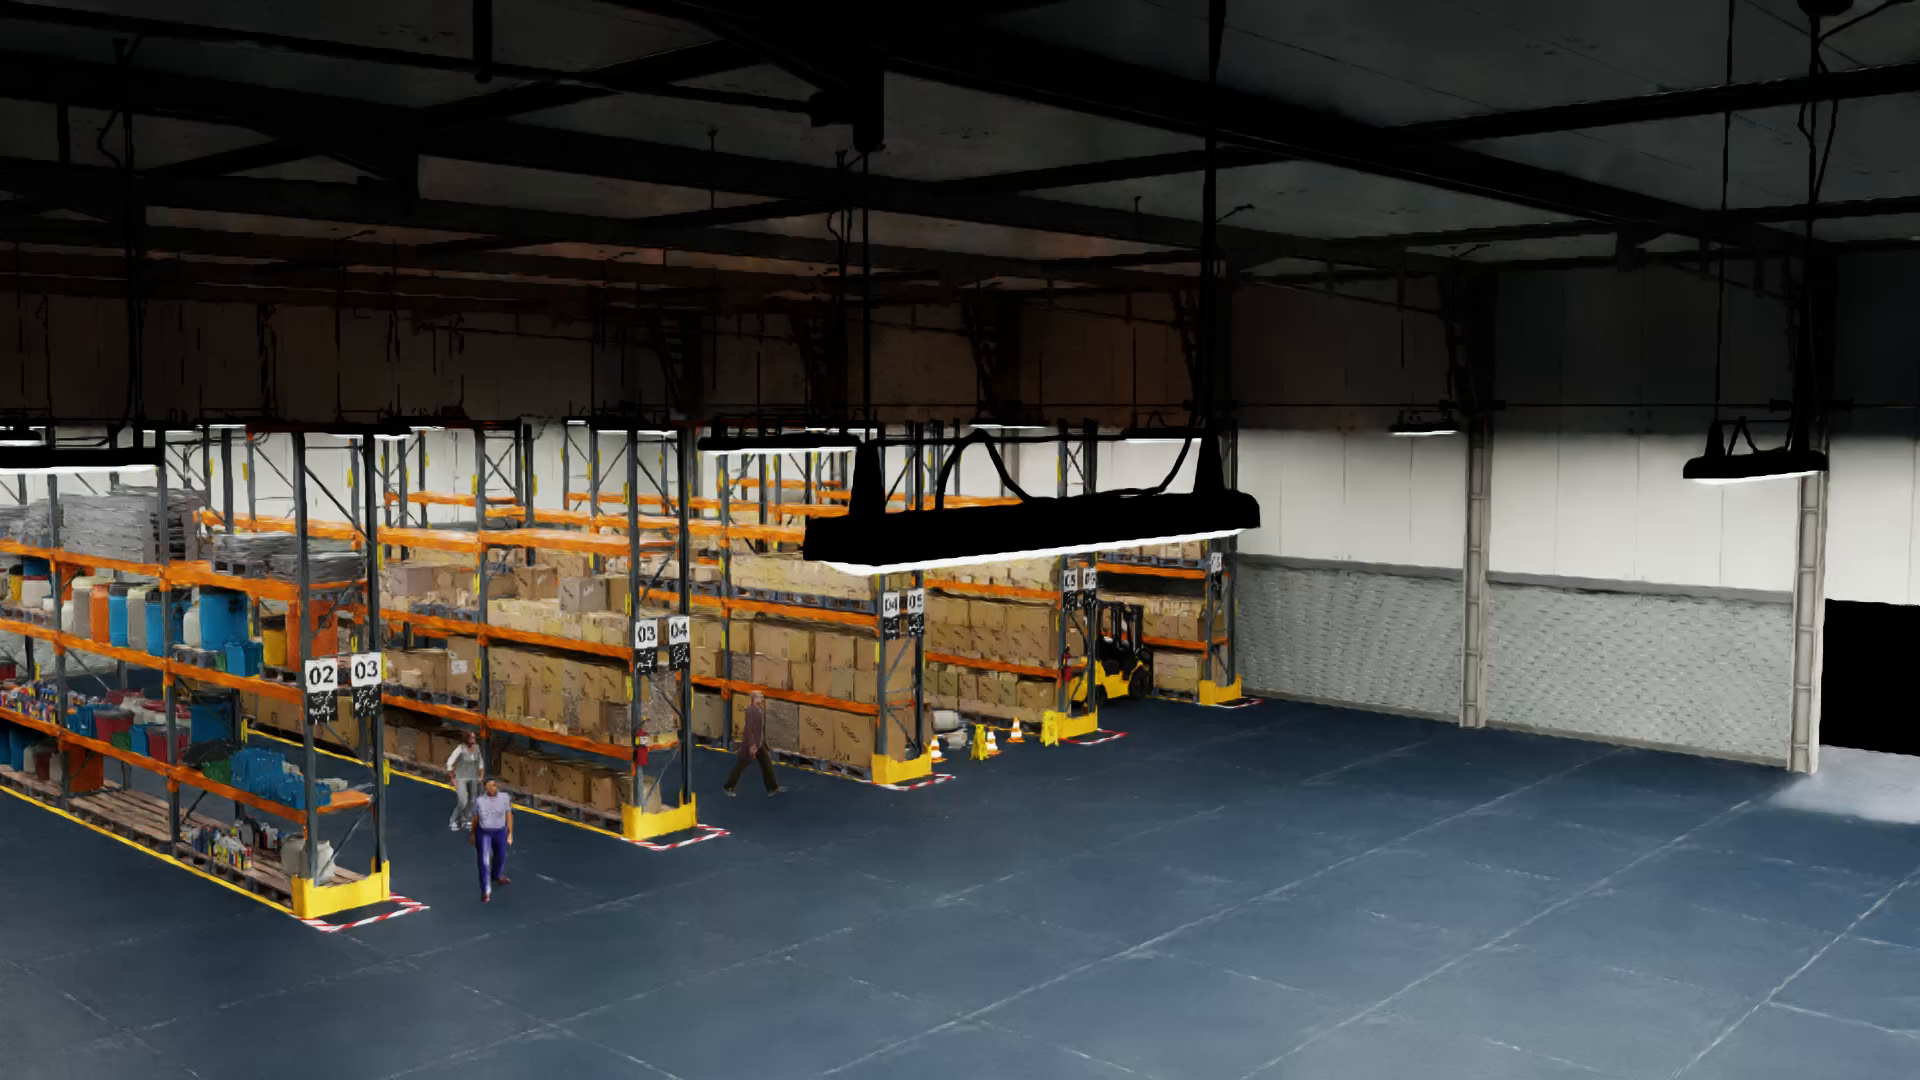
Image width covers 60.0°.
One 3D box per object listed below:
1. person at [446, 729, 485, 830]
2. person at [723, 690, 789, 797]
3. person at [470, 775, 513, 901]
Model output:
[{"bbox_3d":[-7.345,3.552,24.674,0.516,1.540,0.566,4,6,40],"label":"person"},{"bbox_3d":[-3.319,3.372,26.730,1.010,1.552,0.626,1,5,17],"label":"person"},{"bbox_3d":[-6.041,3.781,21.478,0.534,1.582,0.939,-2,5,-27],"label":"person"}]
